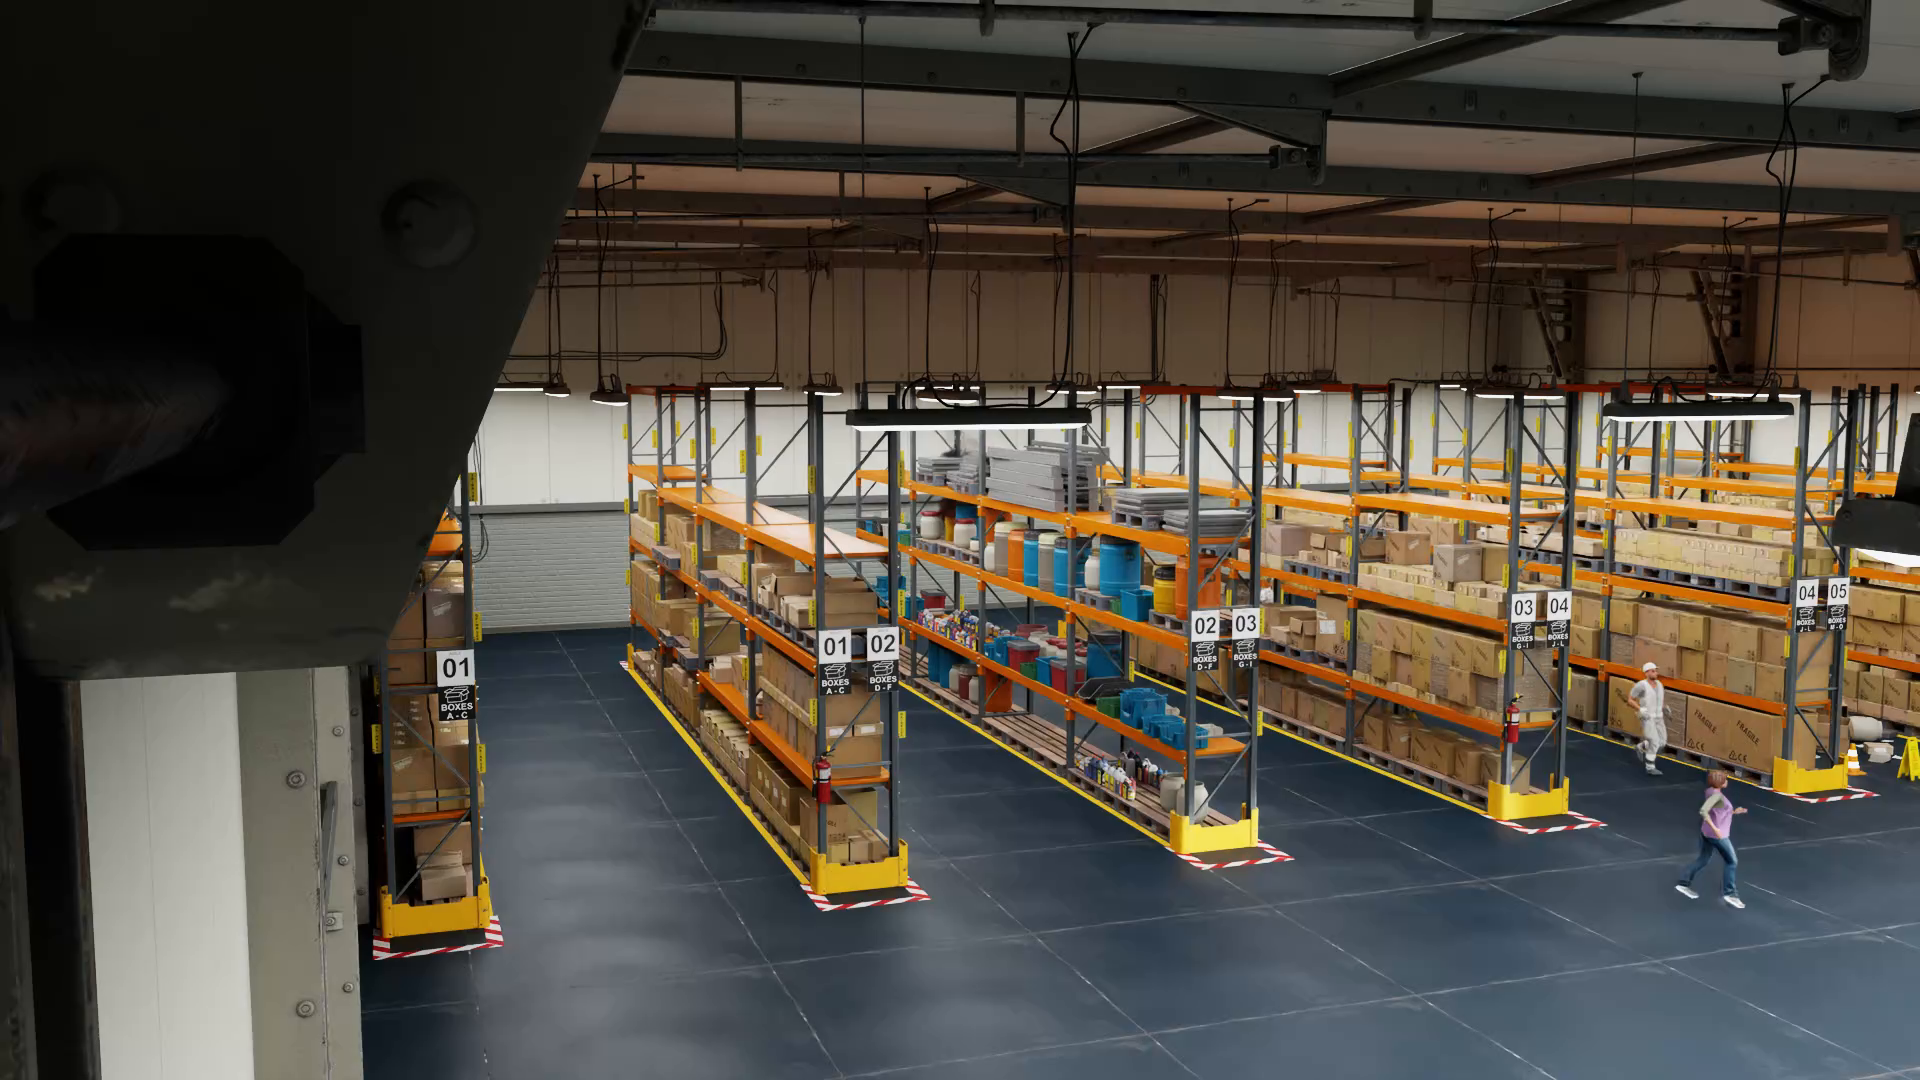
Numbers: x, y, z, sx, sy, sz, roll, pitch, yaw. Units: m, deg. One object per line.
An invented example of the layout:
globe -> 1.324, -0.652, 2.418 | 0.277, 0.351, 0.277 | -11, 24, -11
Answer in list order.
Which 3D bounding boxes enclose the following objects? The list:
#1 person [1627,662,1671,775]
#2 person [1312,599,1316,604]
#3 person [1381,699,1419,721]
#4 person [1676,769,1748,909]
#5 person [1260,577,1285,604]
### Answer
person -> 10.777, 2.779, 26.046 | 0.657, 1.738, 0.673 | -2, 6, -20
person -> 9.131, 1.168, 42.085 | 0.563, 1.668, 0.603 | -1, 6, -13
person -> 7.964, 2.350, 30.079 | 0.633, 1.816, 0.854 | -3, 6, -24
person -> 8.858, 3.506, 19.560 | 0.757, 1.636, 0.514 | 1, 6, 7
person -> 6.896, 1.668, 36.815 | 0.671, 1.787, 0.862 | -2, 6, -16
